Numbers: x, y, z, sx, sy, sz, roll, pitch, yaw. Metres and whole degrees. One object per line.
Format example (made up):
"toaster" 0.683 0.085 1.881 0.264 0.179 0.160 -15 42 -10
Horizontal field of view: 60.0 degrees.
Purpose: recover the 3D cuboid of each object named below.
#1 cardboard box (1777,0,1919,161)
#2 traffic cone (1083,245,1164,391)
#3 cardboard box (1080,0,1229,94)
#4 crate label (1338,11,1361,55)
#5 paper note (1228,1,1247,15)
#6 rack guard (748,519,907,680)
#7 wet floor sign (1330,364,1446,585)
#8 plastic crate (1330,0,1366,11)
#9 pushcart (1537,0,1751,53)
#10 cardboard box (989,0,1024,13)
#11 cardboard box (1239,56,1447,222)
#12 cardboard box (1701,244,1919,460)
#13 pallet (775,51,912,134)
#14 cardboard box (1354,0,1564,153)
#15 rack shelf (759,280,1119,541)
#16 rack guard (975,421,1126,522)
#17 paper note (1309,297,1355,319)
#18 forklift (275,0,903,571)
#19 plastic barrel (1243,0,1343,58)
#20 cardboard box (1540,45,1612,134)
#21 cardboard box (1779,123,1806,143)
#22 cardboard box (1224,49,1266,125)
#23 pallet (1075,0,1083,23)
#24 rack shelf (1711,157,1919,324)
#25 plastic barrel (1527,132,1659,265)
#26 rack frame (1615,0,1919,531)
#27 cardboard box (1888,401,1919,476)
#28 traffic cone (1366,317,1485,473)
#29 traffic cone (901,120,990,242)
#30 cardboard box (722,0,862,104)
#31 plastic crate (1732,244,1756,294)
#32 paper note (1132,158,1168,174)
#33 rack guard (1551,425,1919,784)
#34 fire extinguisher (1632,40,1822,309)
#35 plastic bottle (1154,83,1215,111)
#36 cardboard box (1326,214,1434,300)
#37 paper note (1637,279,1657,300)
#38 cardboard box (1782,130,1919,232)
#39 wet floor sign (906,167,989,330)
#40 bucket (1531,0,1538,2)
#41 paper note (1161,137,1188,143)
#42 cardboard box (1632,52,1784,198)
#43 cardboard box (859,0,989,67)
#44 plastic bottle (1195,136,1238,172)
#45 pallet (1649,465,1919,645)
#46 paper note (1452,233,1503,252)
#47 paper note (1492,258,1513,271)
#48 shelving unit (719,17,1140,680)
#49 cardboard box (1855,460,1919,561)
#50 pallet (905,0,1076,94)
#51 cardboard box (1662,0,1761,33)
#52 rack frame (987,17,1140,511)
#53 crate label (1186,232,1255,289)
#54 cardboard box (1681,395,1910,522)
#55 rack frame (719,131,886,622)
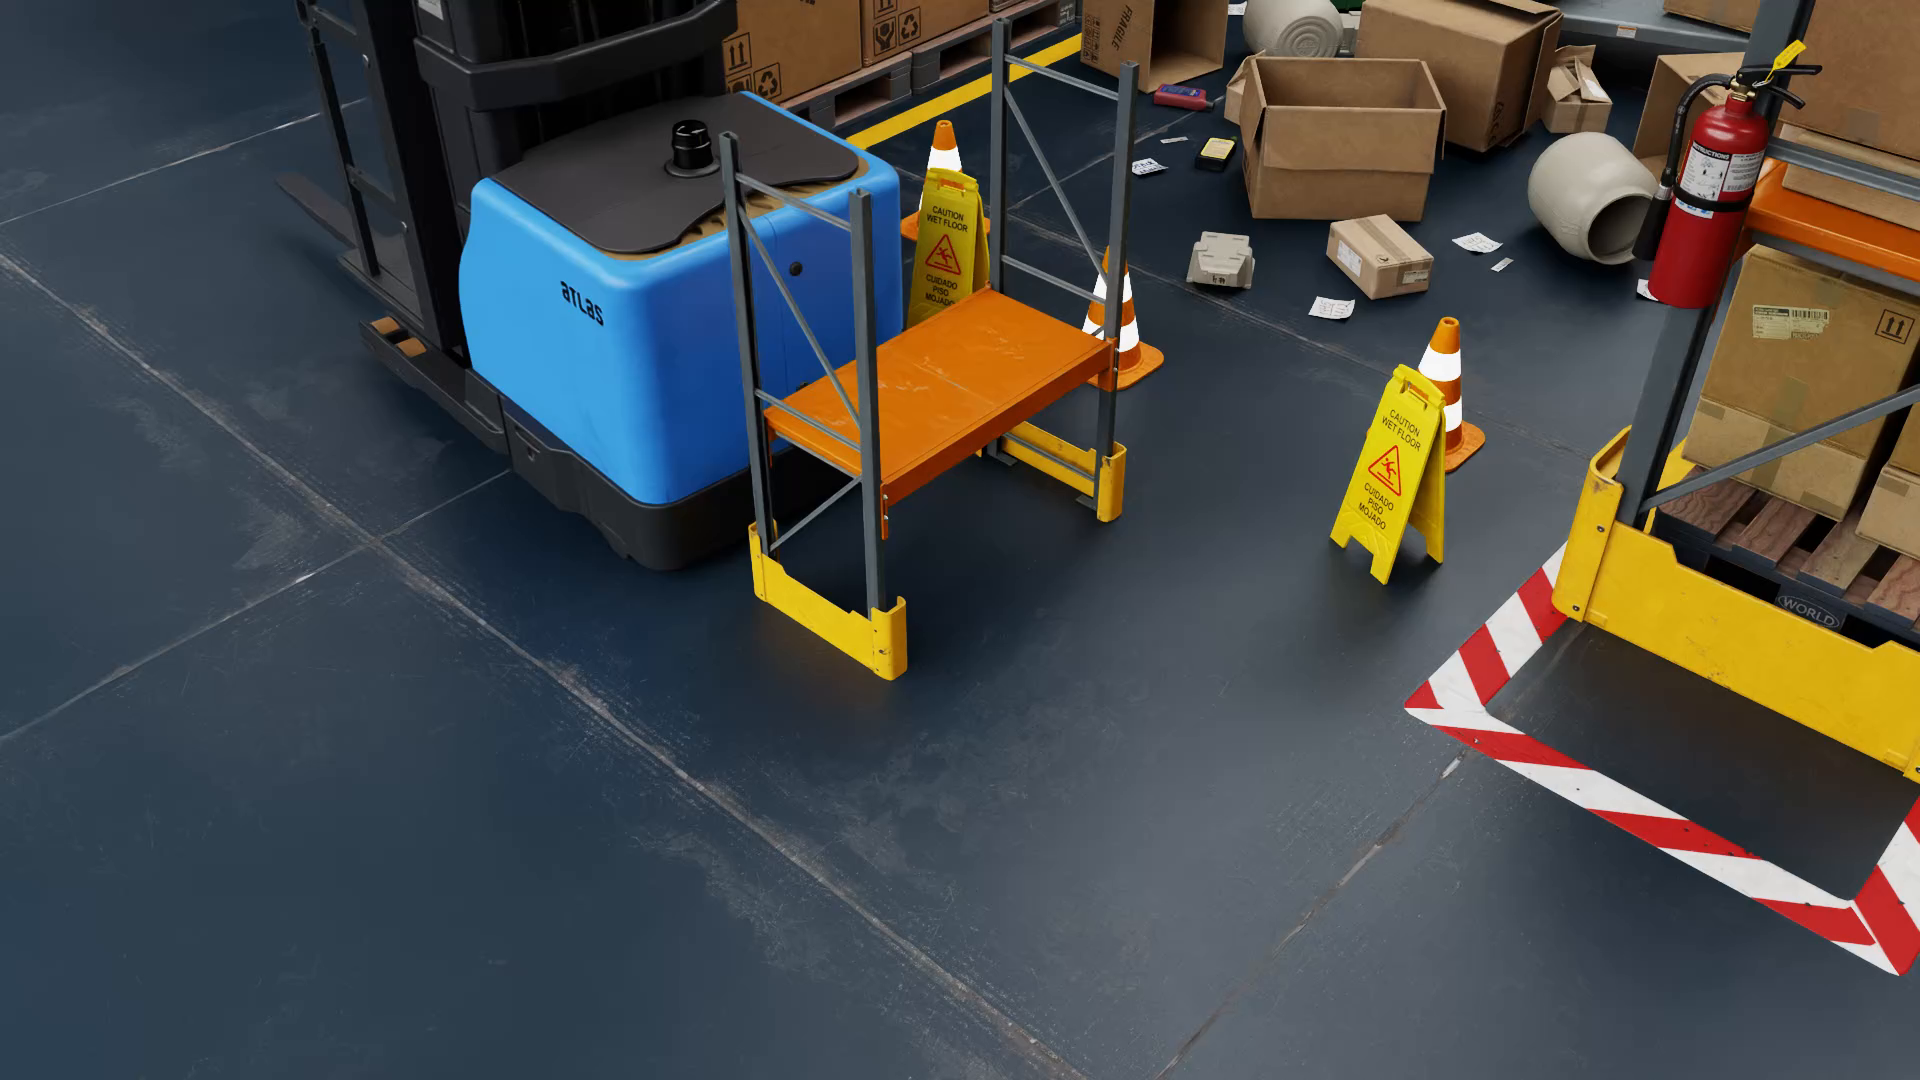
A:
"cardboard box" 2.416 -1.301 4.157 0.500 0.500 0.500 29 47 31
"traffic cone" 0.542 -0.837 5.930 0.336 0.463 0.334 30 47 32
"cardboard box" 0.940 -2.529 8.027 0.500 0.500 0.500 -26 45 -29
"crate label" 1.961 -2.550 8.347 0.298 0.136 0.250 2 39 2
"paper note" 1.444 -2.799 8.745 0.147 0.020 0.142 2 39 2
"rack guard" -0.387 0.166 4.840 0.587 0.250 0.087 30 47 32
"wet floor sign" 1.335 -0.221 5.010 0.232 0.644 0.267 -18 42 -21
"plastic crate" 2.079 -2.942 8.753 0.662 0.188 0.450 -11 30 -14
"pushcart" 3.235 -2.526 8.124 1.648 0.377 0.936 14 41 17
"cardboard box" 0.148 -3.308 8.369 0.875 0.875 0.875 30 47 32
"cardboard box" 1.569 -1.673 6.950 0.797 0.503 0.637 2 39 2
"cardboard box" 2.601 -0.640 4.914 0.500 0.500 0.500 30 47 32
"pallet" -0.987 -2.121 7.748 1.003 0.211 1.213 30 47 32
"cardboard box" 2.194 -2.160 7.453 0.797 0.637 0.503 30 47 32
"rack shelf" -0.058 -0.407 4.846 0.538 0.185 1.000 30 47 32
"rack guard" 0.285 -0.292 5.416 0.587 0.250 0.087 30 47 32
"paper note" 1.421 -0.889 6.343 0.148 0.019 0.142 14 41 17
"forklift" -1.522 -1.889 5.270 1.130 2.935 3.031 -29 47 -32
"plastic barrel" 1.596 -2.477 8.024 0.421 0.421 0.512 -5 39 -6
"cardboard box" 2.818 -2.075 7.646 0.258 0.266 0.396 2 39 2
"cardboard box" 2.436 -1.107 4.434 0.380 0.149 0.250 29 47 31
"cardboard box" 1.429 -2.017 7.573 0.258 0.266 0.396 -26 45 -29
"pallet" 0.659 -3.242 9.158 1.003 0.211 1.213 30 47 32
"rack shelf" 3.602 -1.418 5.201 1.077 0.370 4.000 30 47 32
"plastic barrel" 2.529 -1.357 6.616 0.421 0.421 0.512 -5 39 -6
"rack frame" 2.253 -0.781 3.822 1.000 3.000 0.127 30 47 32
"cardboard box" 3.017 -0.428 4.647 0.500 0.500 0.500 28 46 31
"traffic cone" 1.591 -0.527 5.541 0.336 0.463 0.334 30 47 32
"traffic cone" -0.063 -1.467 6.724 0.336 0.463 0.334 30 47 32
"cardboard box" -1.060 -2.485 7.334 0.875 0.875 0.875 30 47 32
"plastic crate" 3.287 -1.099 6.567 0.402 0.080 0.583 14 41 17
"paper note" 0.814 -1.638 7.287 0.142 0.017 0.144 -18 42 -21
"rack guard" 2.304 0.163 4.643 1.175 0.500 0.348 30 47 32
"fire extinguisher" 1.835 -0.891 4.023 0.296 0.674 0.183 30 47 32
"plastic bottle" 1.065 -2.075 7.811 0.283 0.061 0.133 14 41 17
"cardboard box" 1.646 -1.115 6.532 0.250 0.149 0.380 -11 40 -14
"paper note" 2.704 -0.973 6.449 0.142 0.019 0.148 14 41 17
"cardboard box" 2.347 -0.944 4.229 0.380 0.149 0.250 31 48 33
"wet floor sign" -0.027 -1.046 6.048 0.267 0.644 0.232 22 43 25
"bucket" 2.839 -2.933 7.938 0.620 0.611 0.726 -10 38 -28
"paper note" 0.969 -1.808 7.516 0.123 0.001 0.032 -11 40 -14
"cardboard box" 3.224 -1.720 7.009 0.500 0.500 0.500 -5 39 -6
"cardboard box" -0.468 -2.890 7.844 0.875 0.875 0.875 29 47 31
"plastic bottle" 1.142 -1.723 7.368 0.133 0.061 0.283 14 41 17
"pallet" 2.878 -0.082 5.184 1.003 0.211 1.213 30 47 32
"paper note" 2.105 -1.211 6.758 0.142 0.019 0.148 -18 42 -21
"paper note" 2.160 -1.097 6.621 0.032 0.001 0.123 30 47 32
"shelving unit" -0.051 -0.552 4.739 0.587 1.500 1.083 30 47 32
"cardboard box" 3.001 -0.123 4.867 0.500 0.250 0.500 29 47 32
"pallet" -0.164 -2.679 8.450 1.003 0.211 1.213 30 47 32
"cardboard box" 3.617 -2.670 7.598 0.500 0.500 0.500 30 47 32
"rack frame" 0.285 -0.781 5.028 0.500 1.500 0.032 30 47 32
"crate label" 1.027 -1.096 6.519 0.250 0.136 0.298 8 39 10
"cardboard box" 2.616 -0.364 5.170 0.500 0.250 0.500 29 47 32
"rack frame" -0.400 -0.314 4.440 0.500 1.500 0.032 30 47 32
